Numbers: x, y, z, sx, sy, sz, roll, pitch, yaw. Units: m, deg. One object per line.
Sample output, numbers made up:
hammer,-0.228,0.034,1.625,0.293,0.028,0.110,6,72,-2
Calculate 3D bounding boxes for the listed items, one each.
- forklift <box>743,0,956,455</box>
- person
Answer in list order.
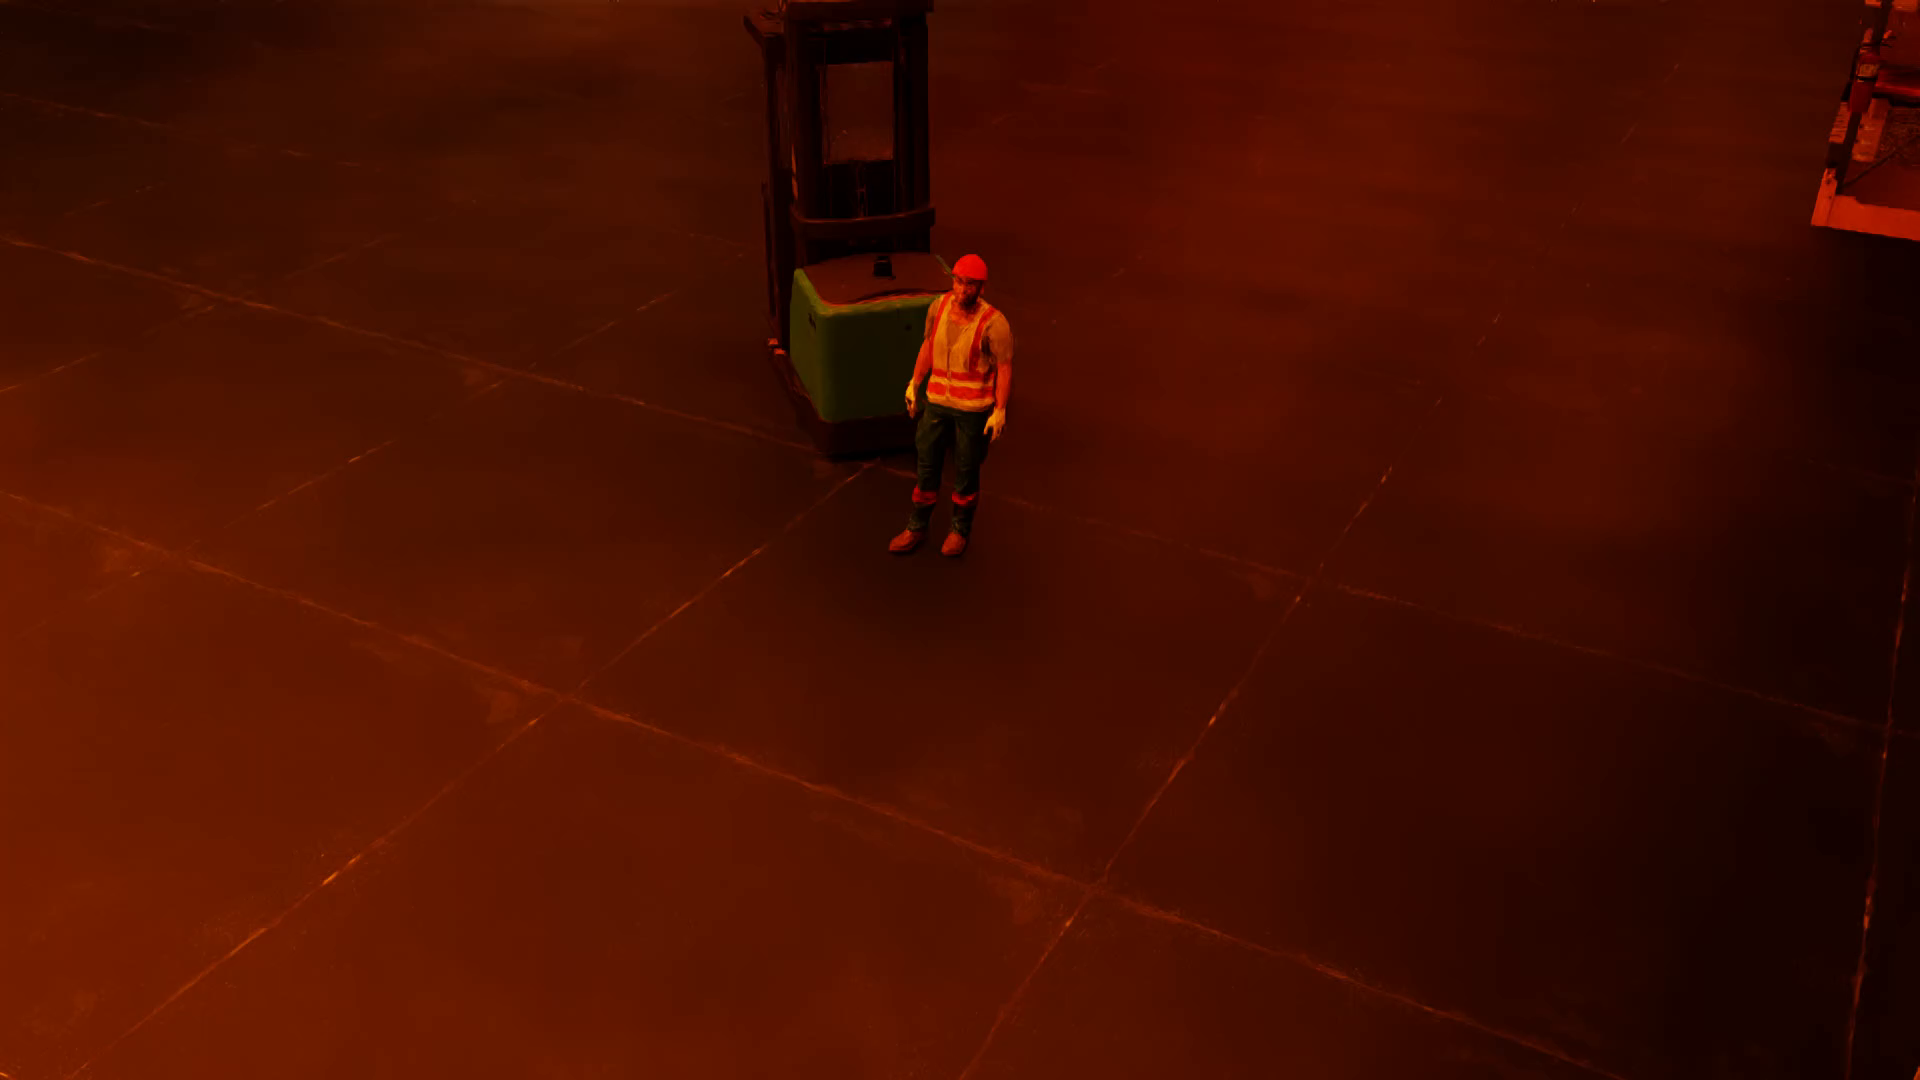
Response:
forklift,-0.817,-2.548,11.486,1.130,2.935,3.031,-9,31,-14
person,-0.048,-0.748,9.496,0.637,1.787,0.563,15,33,25
